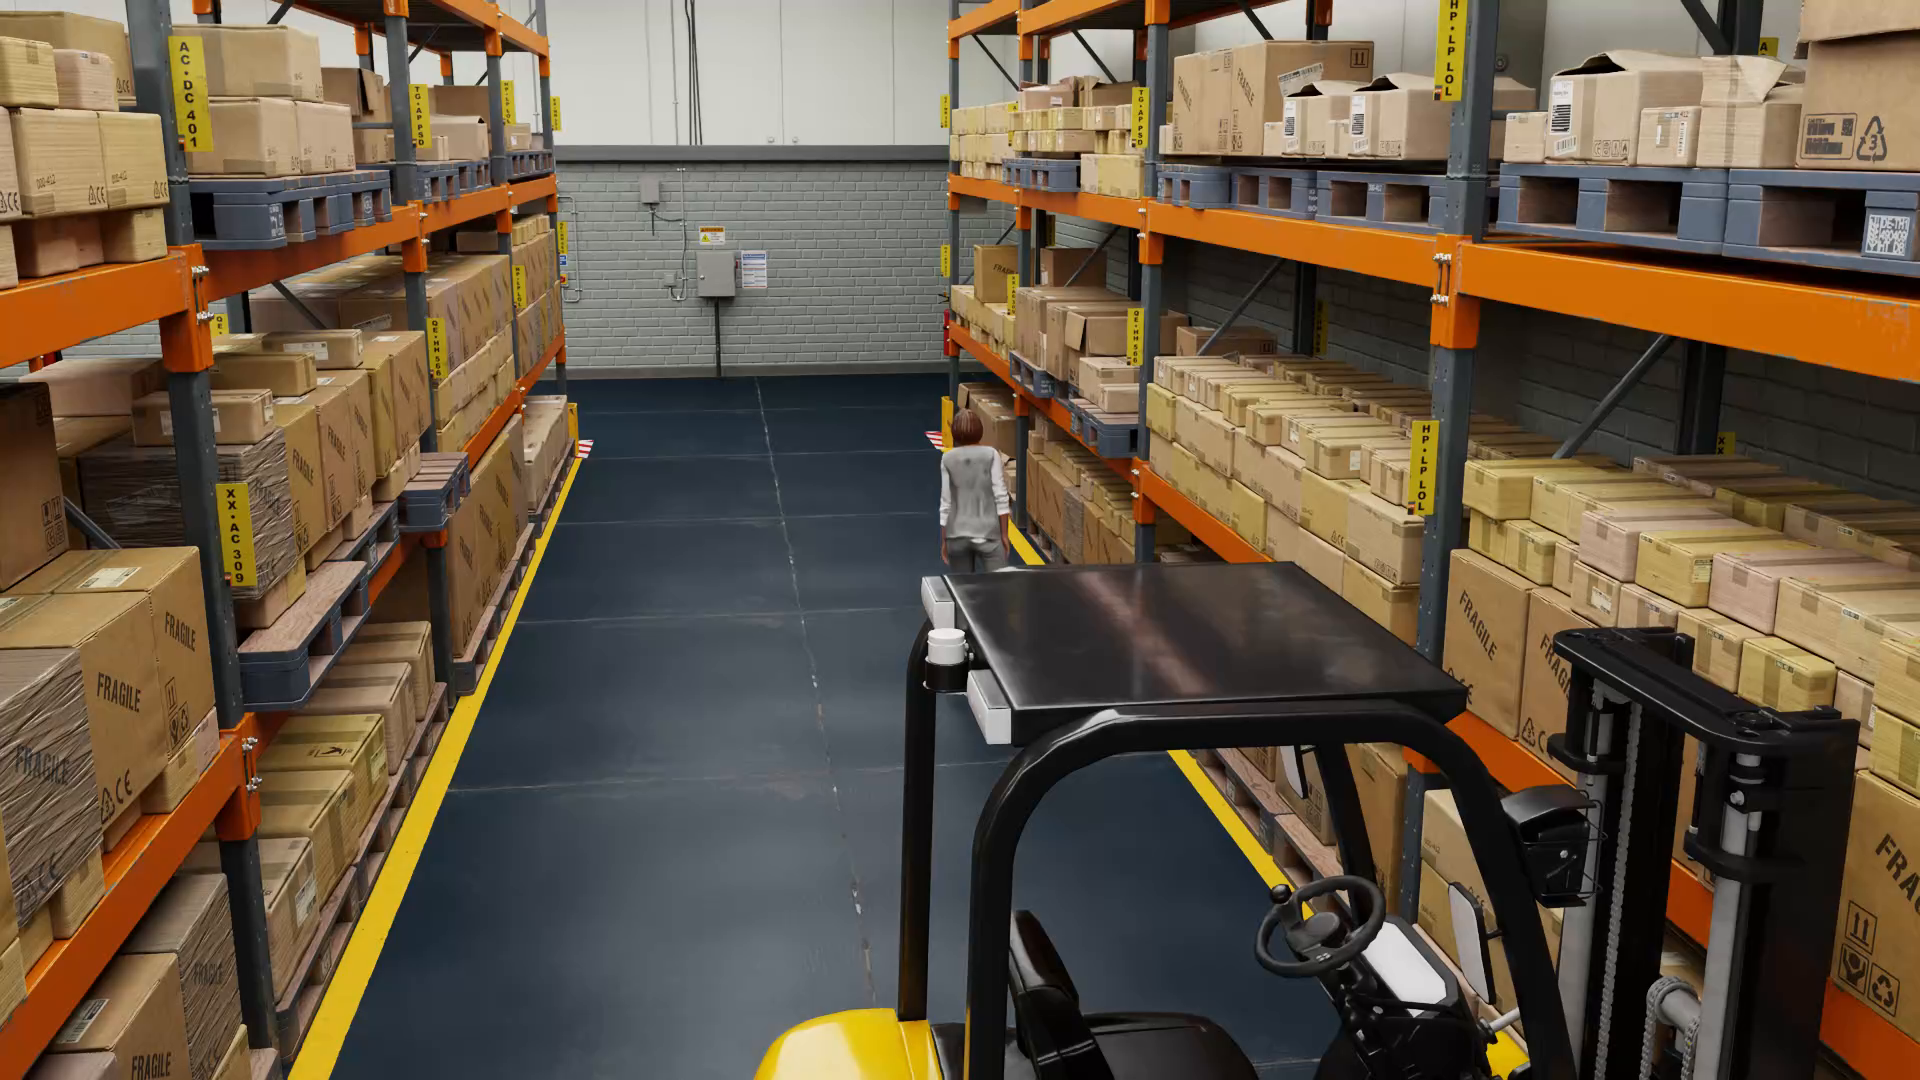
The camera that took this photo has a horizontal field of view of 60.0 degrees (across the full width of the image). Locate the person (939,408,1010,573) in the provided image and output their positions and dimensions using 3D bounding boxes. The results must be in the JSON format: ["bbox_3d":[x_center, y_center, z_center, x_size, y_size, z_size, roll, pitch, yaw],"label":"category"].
[{"bbox_3d":[0.081,0.030,9.876,0.449,1.578,0.596,2,14,8],"label":"person"}]
